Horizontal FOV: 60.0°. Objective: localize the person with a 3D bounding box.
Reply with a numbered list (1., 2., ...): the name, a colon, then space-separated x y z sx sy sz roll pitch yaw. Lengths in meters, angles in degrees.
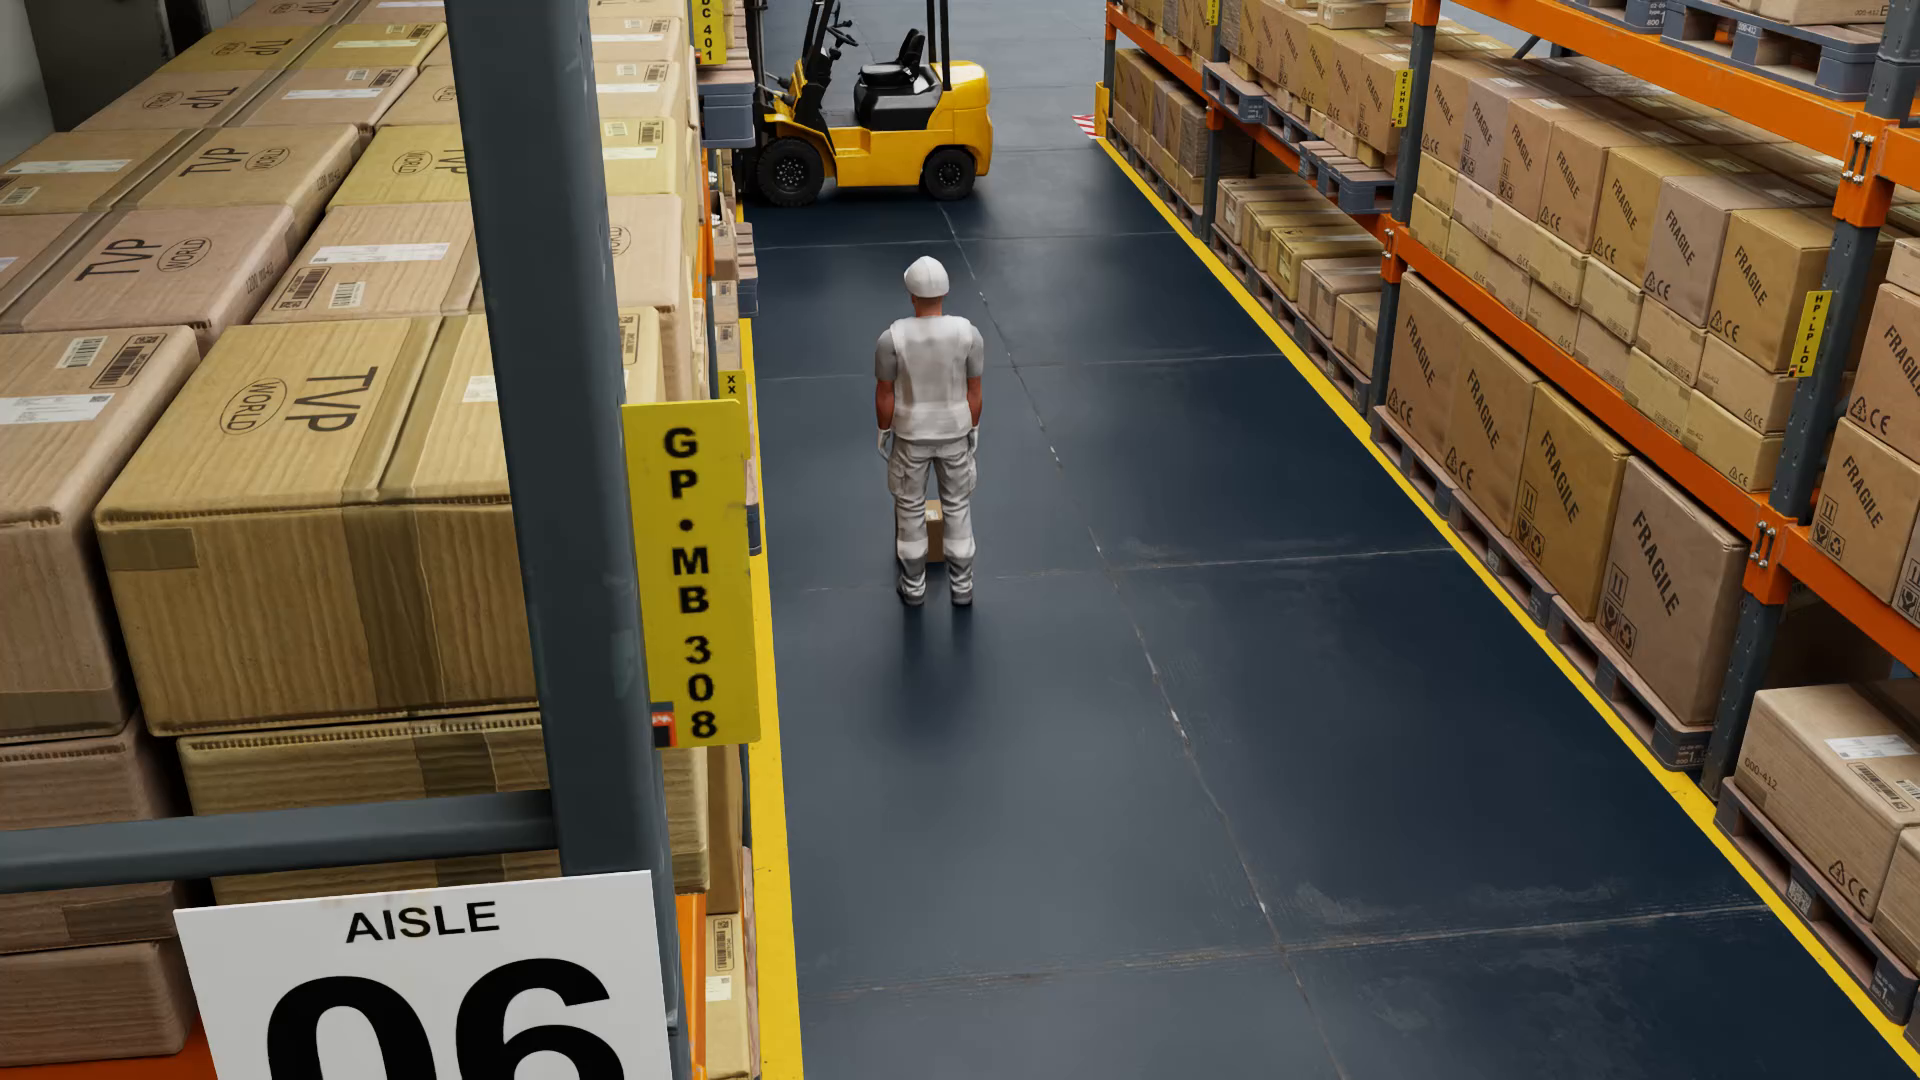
1. person: -0.151 -0.509 8.118 0.524 1.809 0.344 -4 27 -7
